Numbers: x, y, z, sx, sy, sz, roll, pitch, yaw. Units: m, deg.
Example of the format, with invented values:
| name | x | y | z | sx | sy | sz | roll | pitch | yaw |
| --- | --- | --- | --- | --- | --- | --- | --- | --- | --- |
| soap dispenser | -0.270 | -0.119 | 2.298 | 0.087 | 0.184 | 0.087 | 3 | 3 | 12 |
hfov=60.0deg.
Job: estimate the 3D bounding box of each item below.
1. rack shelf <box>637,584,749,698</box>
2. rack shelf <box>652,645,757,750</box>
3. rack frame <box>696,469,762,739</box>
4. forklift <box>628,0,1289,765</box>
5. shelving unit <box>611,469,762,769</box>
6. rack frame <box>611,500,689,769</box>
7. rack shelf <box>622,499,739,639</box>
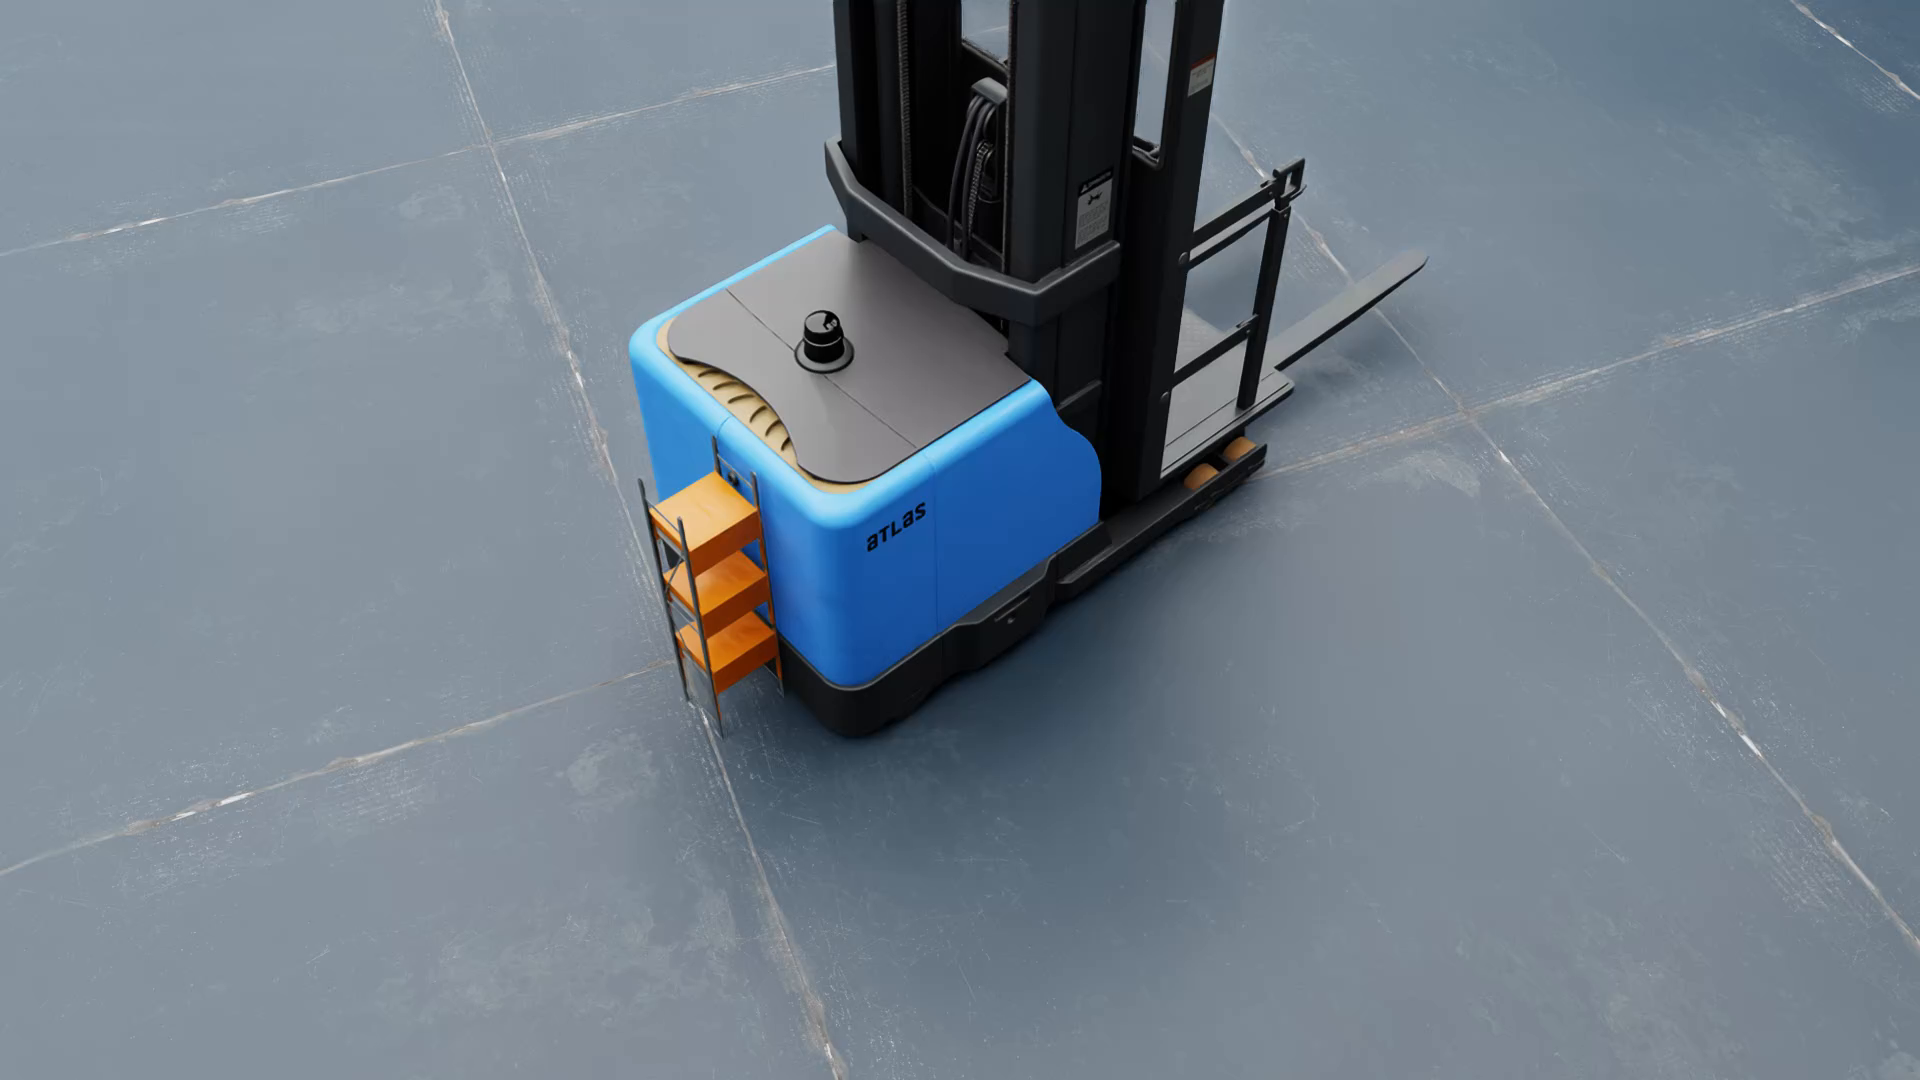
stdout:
| name | x | y | z | sx | sy | sz | roll | pitch | yaw |
| --- | --- | --- | --- | --- | --- | --- | --- | --- | --- |
| rack shelf | -0.778 | 0.265 | 4.843 | 0.240 | 0.259 | 0.215 | -22 | 53 | -18 |
| rack shelf | -0.779 | 0.445 | 5.055 | 0.240 | 0.259 | 0.215 | -22 | 53 | -18 |
| rack frame | -0.670 | 0.215 | 4.872 | 0.008 | 1.050 | 0.200 | -22 | 53 | -18 |
| forklift | 0.245 | -1.379 | 5.002 | 1.130 | 2.935 | 3.031 | 25 | 54 | 20 |
| shelving unit | -0.778 | 0.258 | 4.835 | 0.252 | 1.050 | 0.215 | -22 | 53 | -18 |
| rack frame | -0.886 | 0.301 | 4.798 | 0.008 | 1.050 | 0.200 | -22 | 53 | -18 |
| rack shelf | -0.777 | 0.081 | 4.627 | 0.240 | 0.259 | 0.215 | -22 | 53 | -18 |
